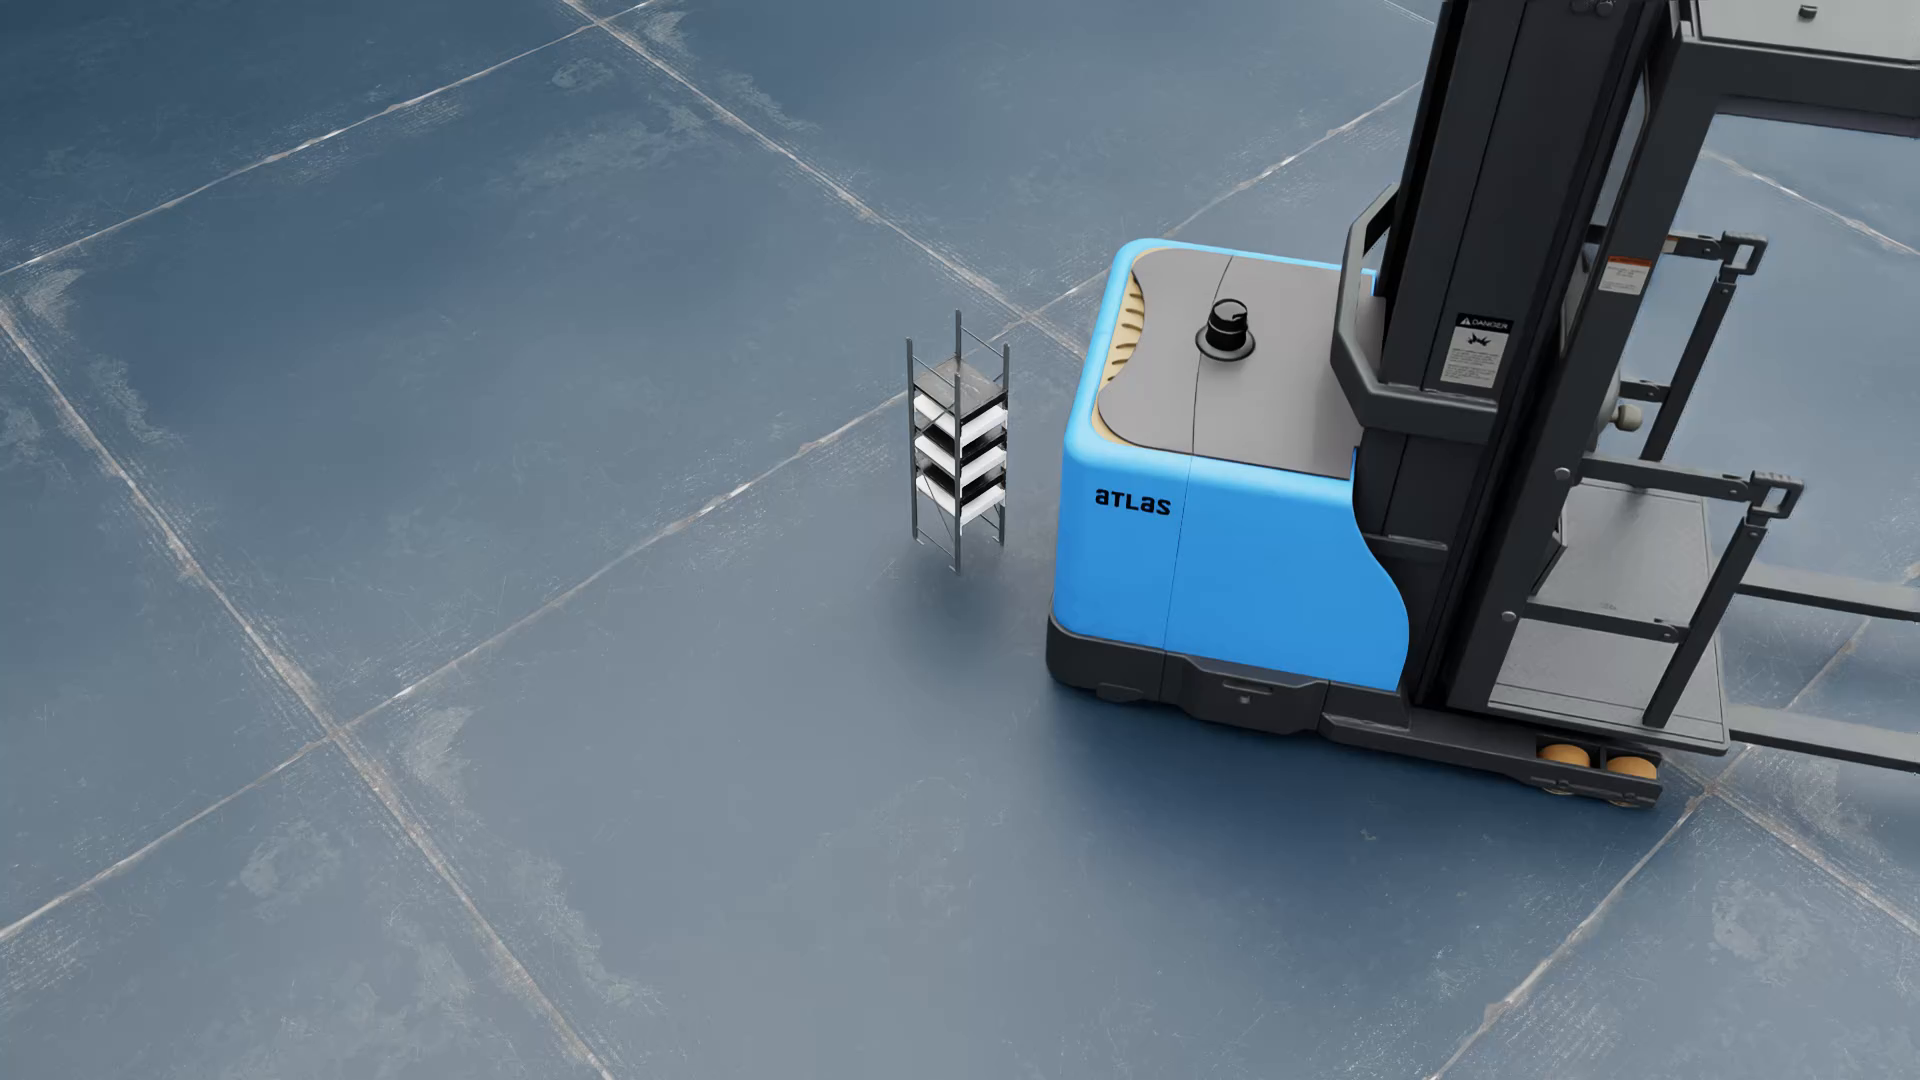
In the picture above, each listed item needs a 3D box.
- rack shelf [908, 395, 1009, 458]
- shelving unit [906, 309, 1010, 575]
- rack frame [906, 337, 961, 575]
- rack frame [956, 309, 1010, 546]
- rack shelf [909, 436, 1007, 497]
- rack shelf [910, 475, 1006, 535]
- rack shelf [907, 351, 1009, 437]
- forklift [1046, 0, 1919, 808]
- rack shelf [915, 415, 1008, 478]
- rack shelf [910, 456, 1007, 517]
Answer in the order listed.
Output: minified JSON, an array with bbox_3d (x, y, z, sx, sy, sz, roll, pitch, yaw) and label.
[{"bbox_3d":[-0.006,-0.401,5.308,0.200,0.077,0.258,-34,56,-27],"label":"rack shelf"},{"bbox_3d":[-0.006,-0.301,5.416,0.210,0.900,0.258,-34,56,-27],"label":"shelving unit"},{"bbox_3d":[-0.081,-0.251,5.369,0.006,0.900,0.240,-34,56,-27],"label":"rack frame"},{"bbox_3d":[0.069,-0.351,5.462,0.006,0.900,0.240,-34,56,-27],"label":"rack frame"},{"bbox_3d":[-0.006,-0.279,5.440,0.200,0.077,0.258,-34,56,-27],"label":"rack shelf"},{"bbox_3d":[-0.006,-0.156,5.572,0.200,0.077,0.258,-34,56,-27],"label":"rack shelf"},{"bbox_3d":[-0.006,-0.462,5.242,0.200,0.077,0.258,-34,56,-27],"label":"rack shelf"},{"bbox_3d":[1.846,-0.623,4.330,3.031,2.935,1.130,10,48,9],"label":"forklift"},{"bbox_3d":[-0.006,-0.340,5.374,0.200,0.077,0.258,-34,56,-27],"label":"rack shelf"},{"bbox_3d":[-0.006,-0.218,5.506,0.200,0.077,0.258,-34,56,-27],"label":"rack shelf"}]
